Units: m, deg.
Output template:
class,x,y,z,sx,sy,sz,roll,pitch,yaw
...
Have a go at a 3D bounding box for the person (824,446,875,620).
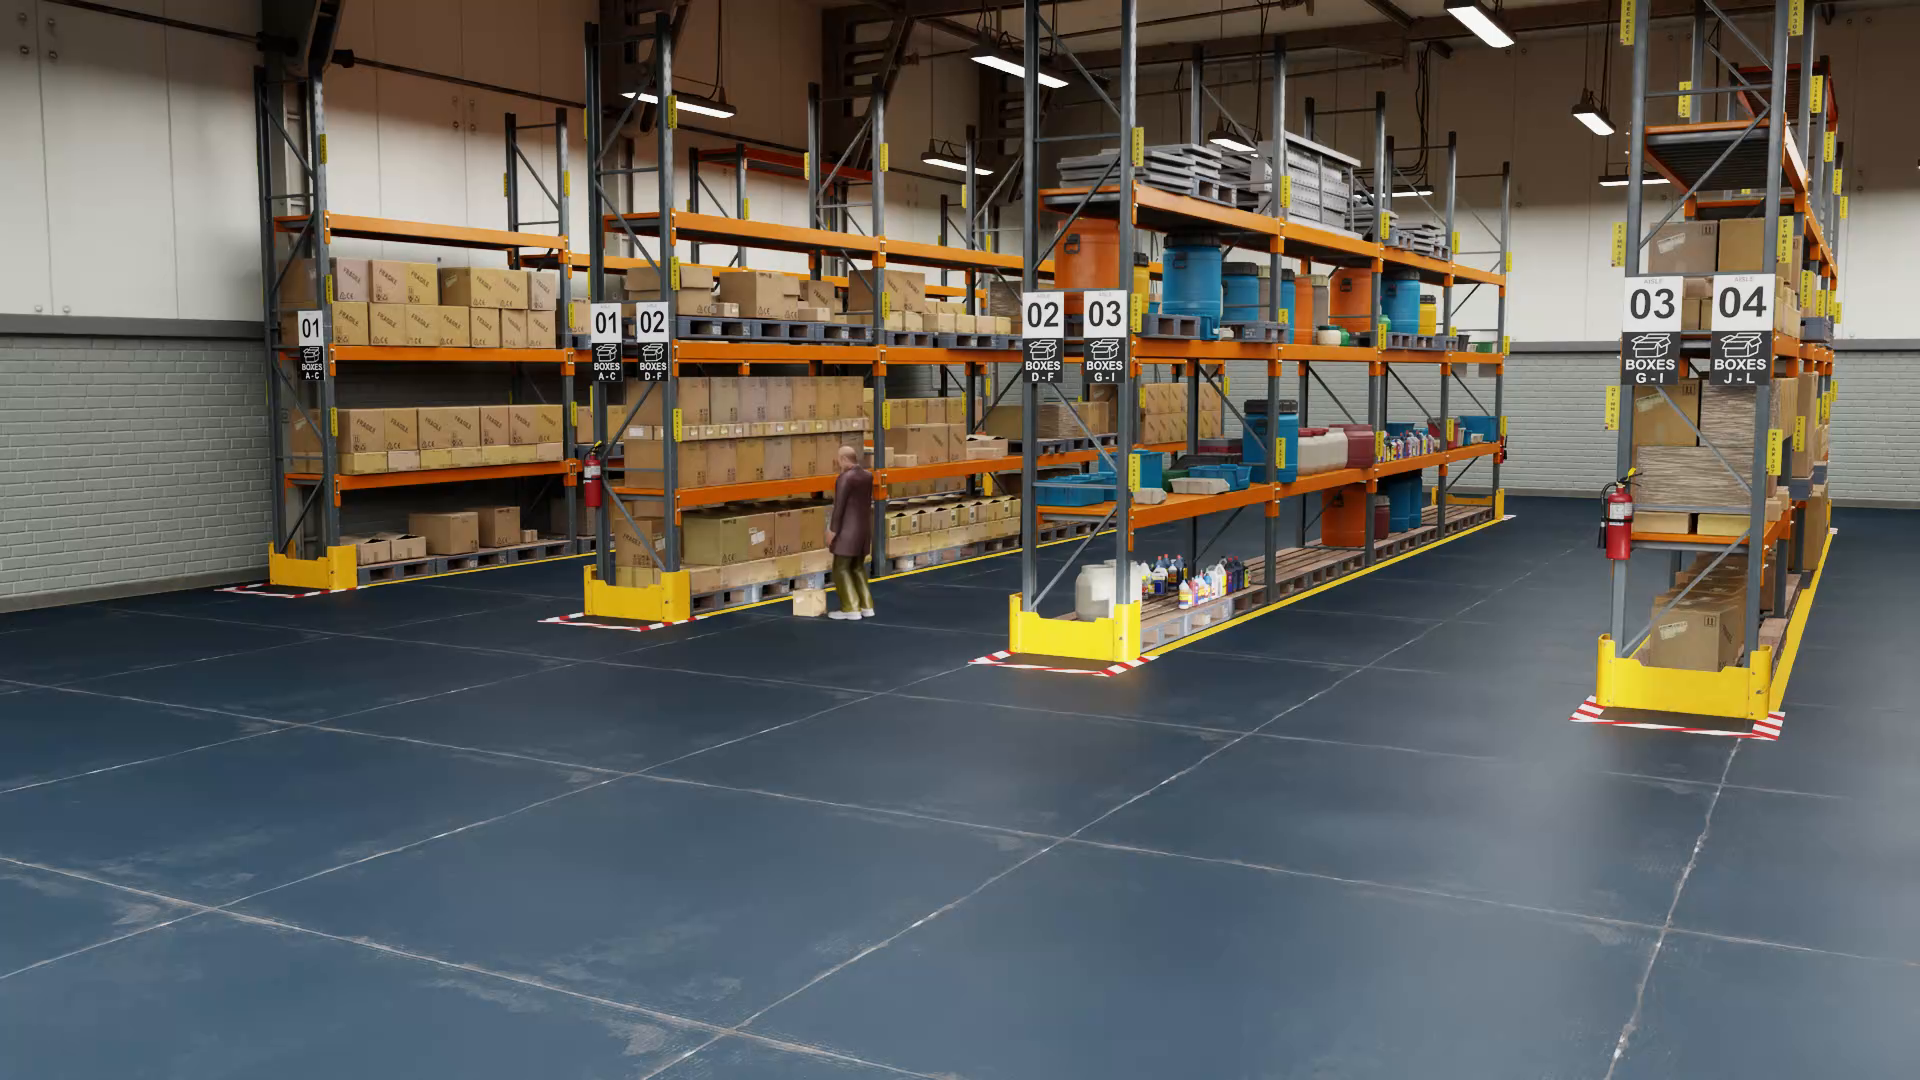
class,x,y,z,sx,sy,sz,roll,pitch,yaw
person,-1.123,-0.074,16.920,0.378,1.761,0.572,3,7,30
